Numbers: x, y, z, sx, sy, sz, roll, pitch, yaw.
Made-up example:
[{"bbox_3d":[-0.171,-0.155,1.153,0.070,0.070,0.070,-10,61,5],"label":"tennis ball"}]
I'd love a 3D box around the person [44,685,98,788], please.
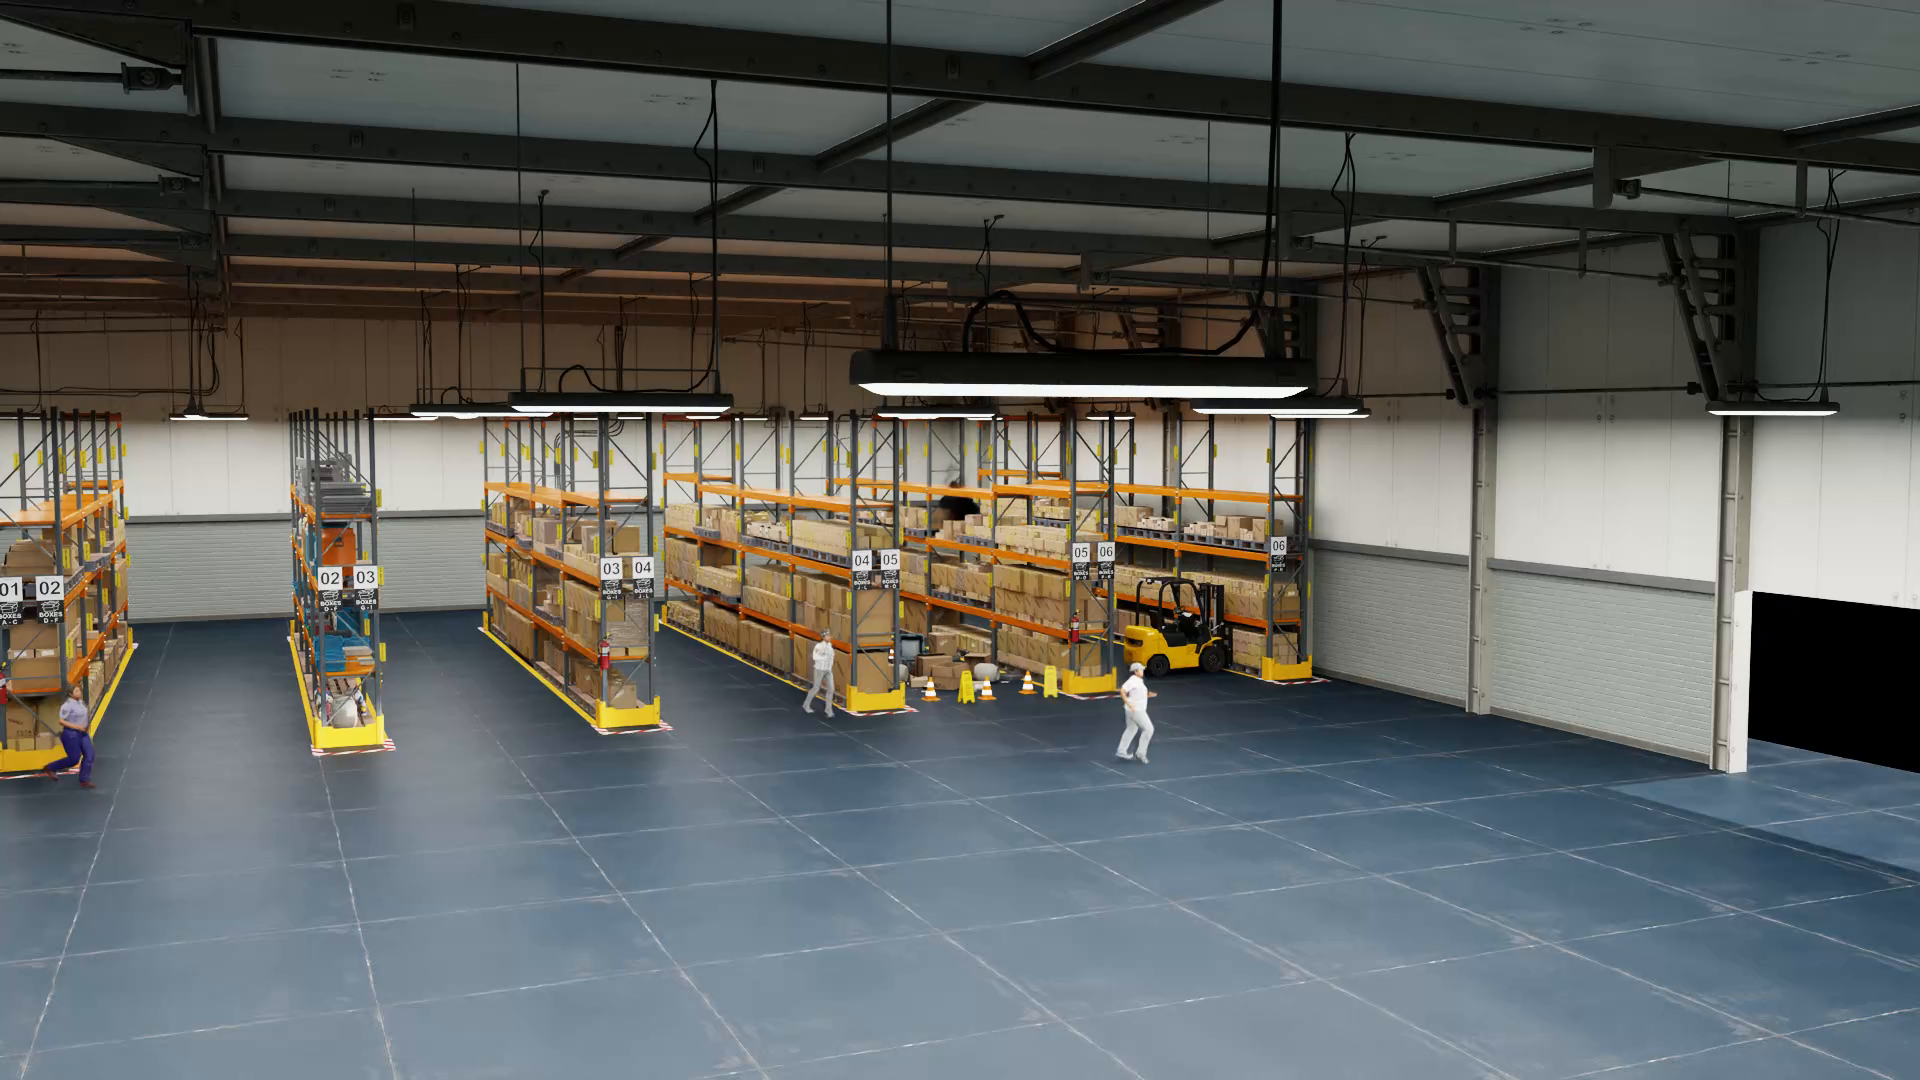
[{"bbox_3d":[-13.972,3.099,26.178,0.786,1.643,0.609,0,4,0],"label":"person"}]

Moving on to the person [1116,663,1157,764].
[{"bbox_3d":[2.982,2.928,28.138,0.679,1.714,0.589,0,4,5],"label":"person"}]

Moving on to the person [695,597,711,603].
[{"bbox_3d":[-7.616,1.469,49.318,0.598,1.637,0.649,2,5,29],"label":"person"}]

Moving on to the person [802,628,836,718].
[{"bbox_3d":[-2.697,2.595,32.655,0.779,1.745,0.618,3,5,41],"label":"person"}]
